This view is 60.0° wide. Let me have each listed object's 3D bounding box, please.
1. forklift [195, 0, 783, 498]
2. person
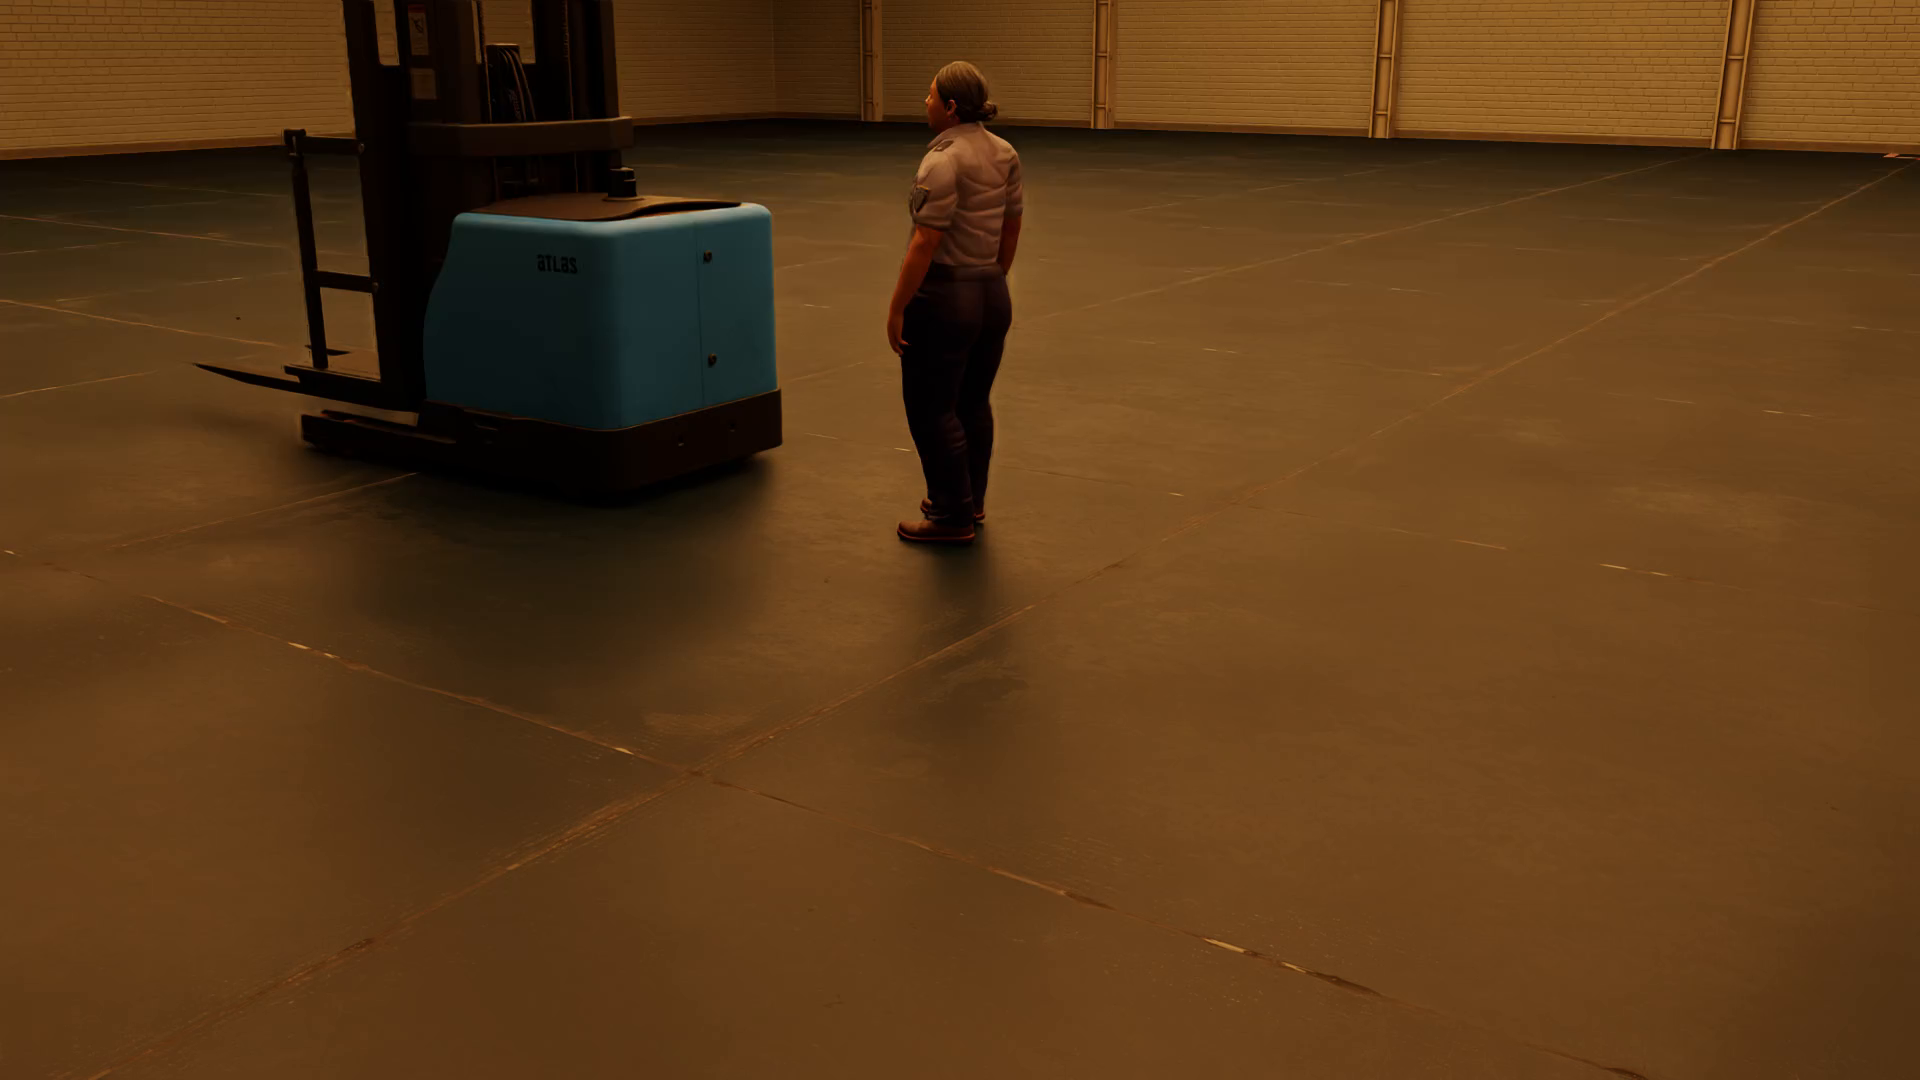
[{"bbox_3d":[-2.257,-1.875,7.103,3.031,2.935,1.130,11,20,33],"label":"forklift"},{"bbox_3d":[-0.080,-0.807,5.780,0.503,1.652,0.609,12,20,34],"label":"person"}]
